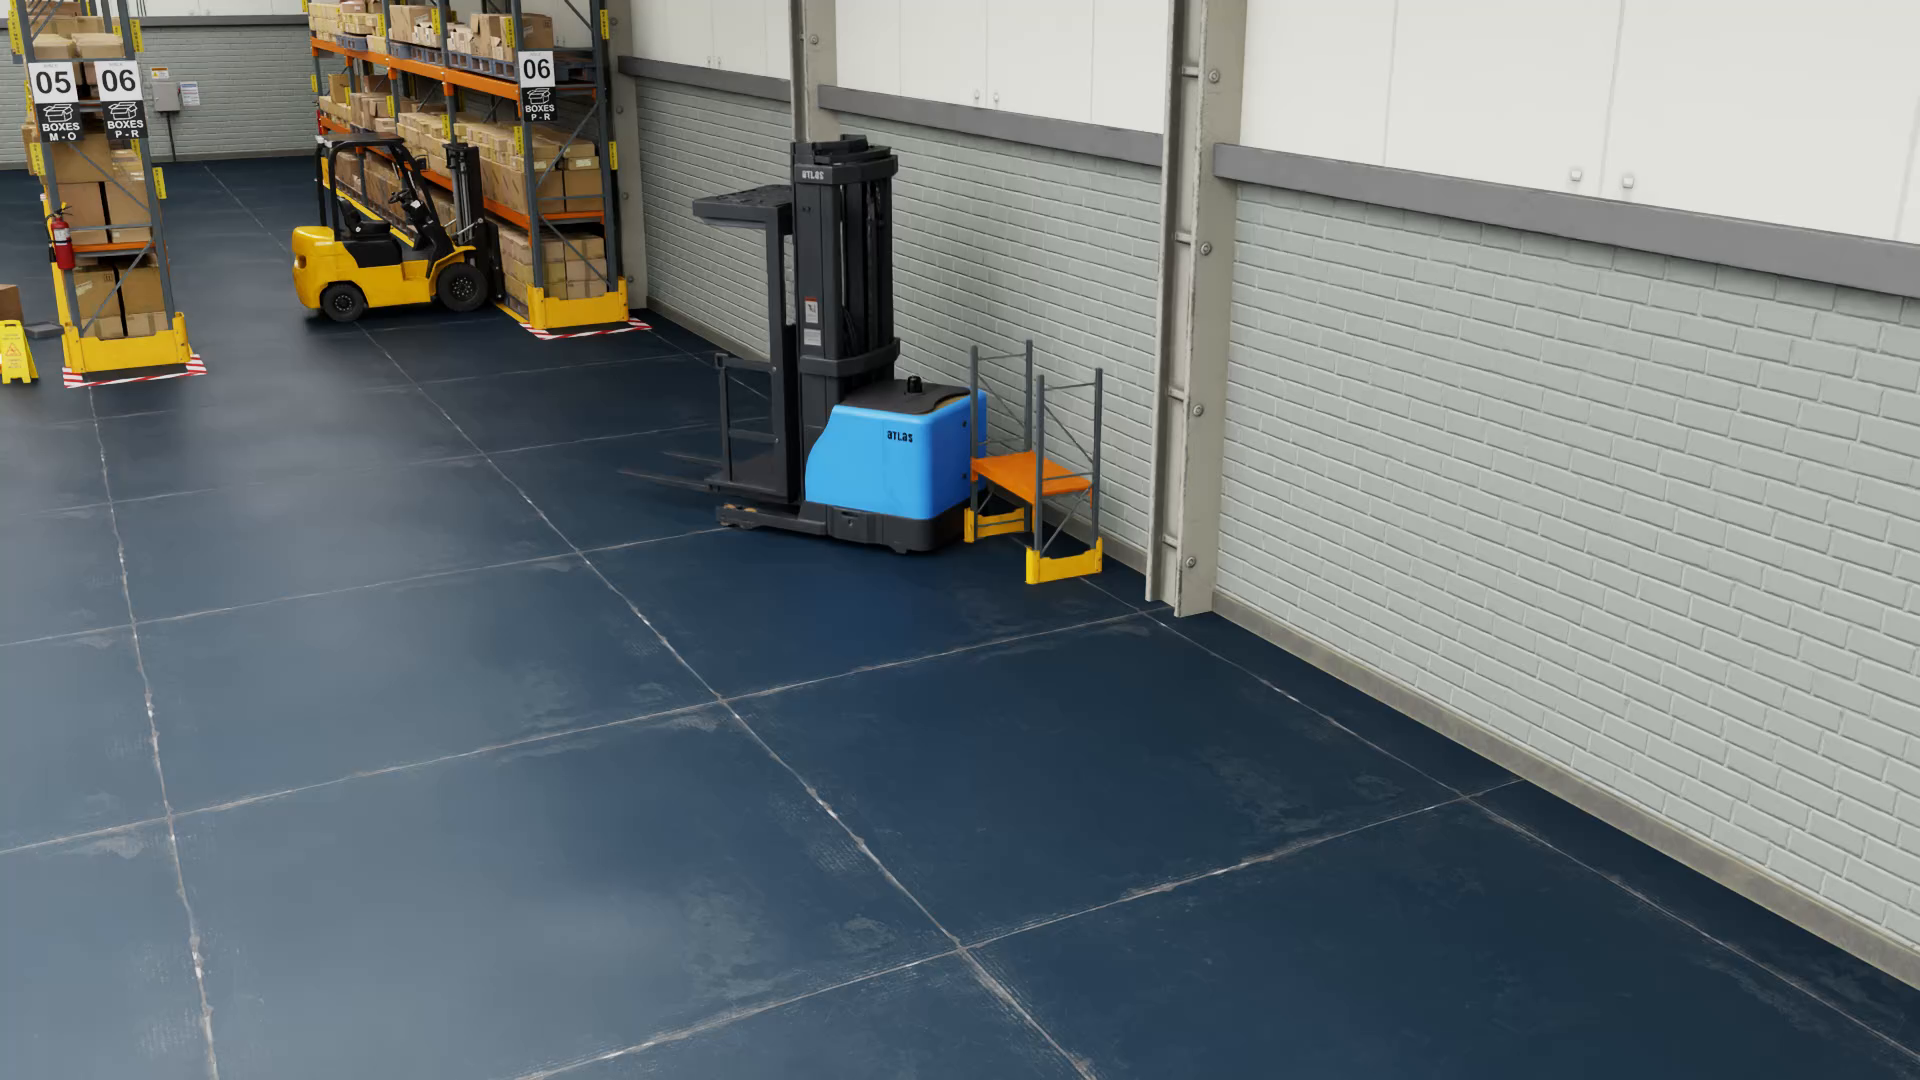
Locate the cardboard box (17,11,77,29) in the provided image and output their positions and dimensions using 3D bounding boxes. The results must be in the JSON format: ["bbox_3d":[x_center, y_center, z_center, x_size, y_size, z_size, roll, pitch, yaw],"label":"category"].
[{"bbox_3d":[-13.136,-7.361,23.964,0.797,0.503,0.637,-11,22,-30],"label":"cardboard box"}]

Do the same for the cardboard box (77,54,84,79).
[{"bbox_3d":[-9.527,-5.278,18.504,0.500,0.250,0.500,-9,21,-25],"label":"cardboard box"}]

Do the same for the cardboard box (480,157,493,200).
[{"bbox_3d":[-5.853,-4.672,21.419,0.500,0.500,0.500,-10,21,-26],"label":"cardboard box"}]

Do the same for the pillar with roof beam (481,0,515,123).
[{"bbox_3d":[-10.834,-8.315,22.933,9.100,9.000,0.400,-10,21,-27],"label":"pillar with roof beam"}]

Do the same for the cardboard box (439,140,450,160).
[{"bbox_3d":[-7.016,-5.499,23.433,0.500,0.250,0.500,-10,22,-28],"label":"cardboard box"}]

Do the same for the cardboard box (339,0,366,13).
[{"bbox_3d":[-10.521,-9.270,28.796,0.396,0.266,0.258,-10,22,-27],"label":"cardboard box"}]

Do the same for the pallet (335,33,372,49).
[{"bbox_3d":[-10.109,-8.660,28.819,1.213,0.211,1.003,-10,21,-27],"label":"pallet"}]

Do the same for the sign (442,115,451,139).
[{"bbox_3d":[-7.031,-5.656,22.769,0.100,0.325,0.005,-10,21,-27],"label":"sign"}]

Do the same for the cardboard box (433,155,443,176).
[{"bbox_3d":[-7.271,-5.409,23.939,0.500,0.250,0.500,-10,21,-27],"label":"cardboard box"}]

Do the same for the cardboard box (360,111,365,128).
[{"bbox_3d":[-10.035,-7.206,28.477,0.396,0.266,0.258,-9,21,-24],"label":"cardboard box"}]

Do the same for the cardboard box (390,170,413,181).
[{"bbox_3d":[-9.362,-6.117,27.954,0.380,0.149,0.250,-10,22,-27],"label":"cardboard box"}]

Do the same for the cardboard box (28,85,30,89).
[{"bbox_3d":[-10.457,-5.251,19.036,0.380,0.149,0.250,-10,22,-28],"label":"cardboard box"}]

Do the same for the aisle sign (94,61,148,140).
[{"bbox_3d":[-8.723,-4.573,17.301,0.394,0.787,0.004,-10,21,-27],"label":"aisle sign"}]

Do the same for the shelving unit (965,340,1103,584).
[{"bbox_3d":[0.528,-0.593,12.052,0.587,1.500,1.083,-9,21,-24],"label":"shelving unit"}]

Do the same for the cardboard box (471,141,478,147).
[{"bbox_3d":[-6.190,-5.152,21.815,0.380,0.149,0.250,-10,22,-27],"label":"cardboard box"}]

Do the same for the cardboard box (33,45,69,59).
[{"bbox_3d":[-9.446,-5.042,17.208,0.380,0.149,0.250,-10,21,-26],"label":"cardboard box"}]

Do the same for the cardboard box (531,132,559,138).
[{"bbox_3d":[-5.339,-5.157,21.373,0.380,0.149,0.250,-10,21,-26],"label":"cardboard box"}]

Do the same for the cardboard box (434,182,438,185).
[{"bbox_3d":[-8.431,-5.902,27.332,0.380,0.149,0.250,-9,21,-24],"label":"cardboard box"}]

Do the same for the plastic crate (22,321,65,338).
[{"bbox_3d":[-10.901,-2.505,19.767,0.583,0.080,0.402,16,25,39],"label":"plastic crate"}]

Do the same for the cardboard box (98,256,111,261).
[{"bbox_3d":[-10.119,-3.052,19.300,0.500,0.500,0.500,-11,22,-28],"label":"cardboard box"}]

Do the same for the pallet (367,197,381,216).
[{"bbox_3d":[-9.937,-5.983,29.647,1.003,0.211,1.213,-10,21,-27],"label":"pallet"}]

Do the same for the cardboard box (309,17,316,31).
[{"bbox_3d":[-12.286,-9.995,32.175,0.500,0.250,0.500,-10,22,-27],"label":"cardboard box"}]

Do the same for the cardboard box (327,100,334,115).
[{"bbox_3d":[-11.795,-8.285,31.818,0.500,0.250,0.500,-10,22,-28],"label":"cardboard box"}]

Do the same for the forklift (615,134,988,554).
[{"bbox_3d":[-1.326,-1.605,12.790,3.031,2.935,1.130,10,21,26],"label":"forklift"}]

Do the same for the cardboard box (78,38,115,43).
[{"bbox_3d":[-9.709,-5.566,18.727,0.380,0.149,0.250,-9,21,-26],"label":"cardboard box"}]

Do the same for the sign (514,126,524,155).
[{"bbox_3d":[-5.143,-4.663,19.409,0.100,0.325,0.005,-10,21,-27],"label":"sign"}]

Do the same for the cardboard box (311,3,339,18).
[{"bbox_3d":[-12.042,-10.086,31.671,0.500,0.250,0.500,-10,21,-27],"label":"cardboard box"}]

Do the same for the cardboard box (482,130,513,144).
[{"bbox_3d":[-5.986,-5.232,21.592,0.380,0.149,0.250,-10,21,-27],"label":"cardboard box"}]

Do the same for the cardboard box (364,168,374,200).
[{"bbox_3d":[-10.325,-6.372,29.688,0.500,0.500,0.500,-9,21,-24],"label":"cardboard box"}]

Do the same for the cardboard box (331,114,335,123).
[{"bbox_3d":[-11.774,-8.044,31.730,0.380,0.149,0.250,-11,22,-28],"label":"cardboard box"}]

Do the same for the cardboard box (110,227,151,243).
[{"bbox_3d":[-9.004,-3.325,18.054,0.380,0.149,0.250,-10,21,-26],"label":"cardboard box"}]

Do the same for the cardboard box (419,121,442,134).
[{"bbox_3d":[-7.742,-6.076,24.495,0.380,0.149,0.250,-11,22,-28],"label":"cardboard box"}]

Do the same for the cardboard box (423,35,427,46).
[{"bbox_3d":[-7.347,-7.046,23.442,0.380,0.149,0.250,-10,21,-27],"label":"cardboard box"}]

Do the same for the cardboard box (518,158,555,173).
[{"bbox_3d":[-5.070,-4.494,19.909,0.380,0.149,0.250,-10,21,-26],"label":"cardboard box"}]

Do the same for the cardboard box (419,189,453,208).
[{"bbox_3d":[-7.856,-5.089,25.778,0.875,0.625,0.625,-9,21,-25],"label":"cardboard box"}]

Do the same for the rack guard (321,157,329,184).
[{"bbox_3d":[-12.220,-7.474,33.524,1.175,0.500,0.348,-10,21,-27],"label":"rack guard"}]

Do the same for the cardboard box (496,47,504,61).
[{"bbox_3d":[-5.319,-5.820,19.889,0.380,0.149,0.250,-11,22,-28],"label":"cardboard box"}]

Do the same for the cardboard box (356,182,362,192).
[{"bbox_3d":[-10.880,-6.494,30.580,0.380,0.149,0.250,-11,22,-28],"label":"cardboard box"}]

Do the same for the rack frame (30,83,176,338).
[{"bbox_3d":[-9.025,-3.314,17.638,1.000,3.000,0.127,-10,21,-27],"label":"rack frame"}]

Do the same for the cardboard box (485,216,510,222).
[{"bbox_3d":[-6.124,-4.127,22.032,0.500,0.250,0.500,-9,21,-25],"label":"cardboard box"}]

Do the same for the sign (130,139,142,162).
[{"bbox_3d":[-10.451,-4.958,21.074,0.100,0.325,0.005,-10,21,-27],"label":"sign"}]

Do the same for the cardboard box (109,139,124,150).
[{"bbox_3d":[-10.895,-5.028,21.351,0.500,0.500,0.500,-9,21,-25],"label":"cardboard box"}]

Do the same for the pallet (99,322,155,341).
[{"bbox_3d":[-9.416,-2.257,18.848,1.003,0.211,1.213,-10,21,-27],"label":"pallet"}]

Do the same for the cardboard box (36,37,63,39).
[{"bbox_3d":[-10.396,-5.632,18.920,0.380,0.149,0.250,-10,22,-27],"label":"cardboard box"}]

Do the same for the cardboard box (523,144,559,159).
[{"bbox_3d":[-5.014,-4.649,19.902,0.380,0.149,0.250,-10,21,-27],"label":"cardboard box"}]

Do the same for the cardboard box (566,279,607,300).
[{"bbox_3d":[-4.720,-3.154,20.745,0.500,0.250,0.500,-10,21,-26],"label":"cardboard box"}]

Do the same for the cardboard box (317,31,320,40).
[{"bbox_3d":[-12.027,-9.614,31.681,0.380,0.149,0.250,-9,21,-25],"label":"cardboard box"}]

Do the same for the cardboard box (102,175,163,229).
[{"bbox_3d":[-9.006,-3.681,18.091,0.500,0.500,0.500,-10,22,-27],"label":"cardboard box"}]

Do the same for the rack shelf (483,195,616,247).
[{"bbox_3d":[-5.608,-4.318,21.650,1.077,0.370,4.000,-10,21,-27],"label":"rack shelf"}]

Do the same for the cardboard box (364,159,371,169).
[{"bbox_3d":[-10.421,-6.708,29.668,0.380,0.149,0.250,-9,21,-24],"label":"cardboard box"}]

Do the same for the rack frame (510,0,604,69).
[{"bbox_3d":[-4.658,-6.920,18.890,1.000,3.000,0.127,-10,21,-27],"label":"rack frame"}]

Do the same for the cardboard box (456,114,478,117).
[{"bbox_3d":[-7.655,-6.471,25.639,0.380,0.149,0.250,-10,22,-28],"label":"cardboard box"}]

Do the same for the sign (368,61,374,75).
[{"bbox_3d":[-11.758,-9.454,33.172,0.100,0.325,0.005,-10,21,-27],"label":"sign"}]

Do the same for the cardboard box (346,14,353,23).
[{"bbox_3d":[-10.183,-8.846,28.203,0.380,0.149,0.250,-10,22,-28],"label":"cardboard box"}]

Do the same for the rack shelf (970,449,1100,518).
[{"bbox_3d":[0.532,-0.421,12.103,0.538,0.185,1.000,-9,21,-24],"label":"rack shelf"}]
